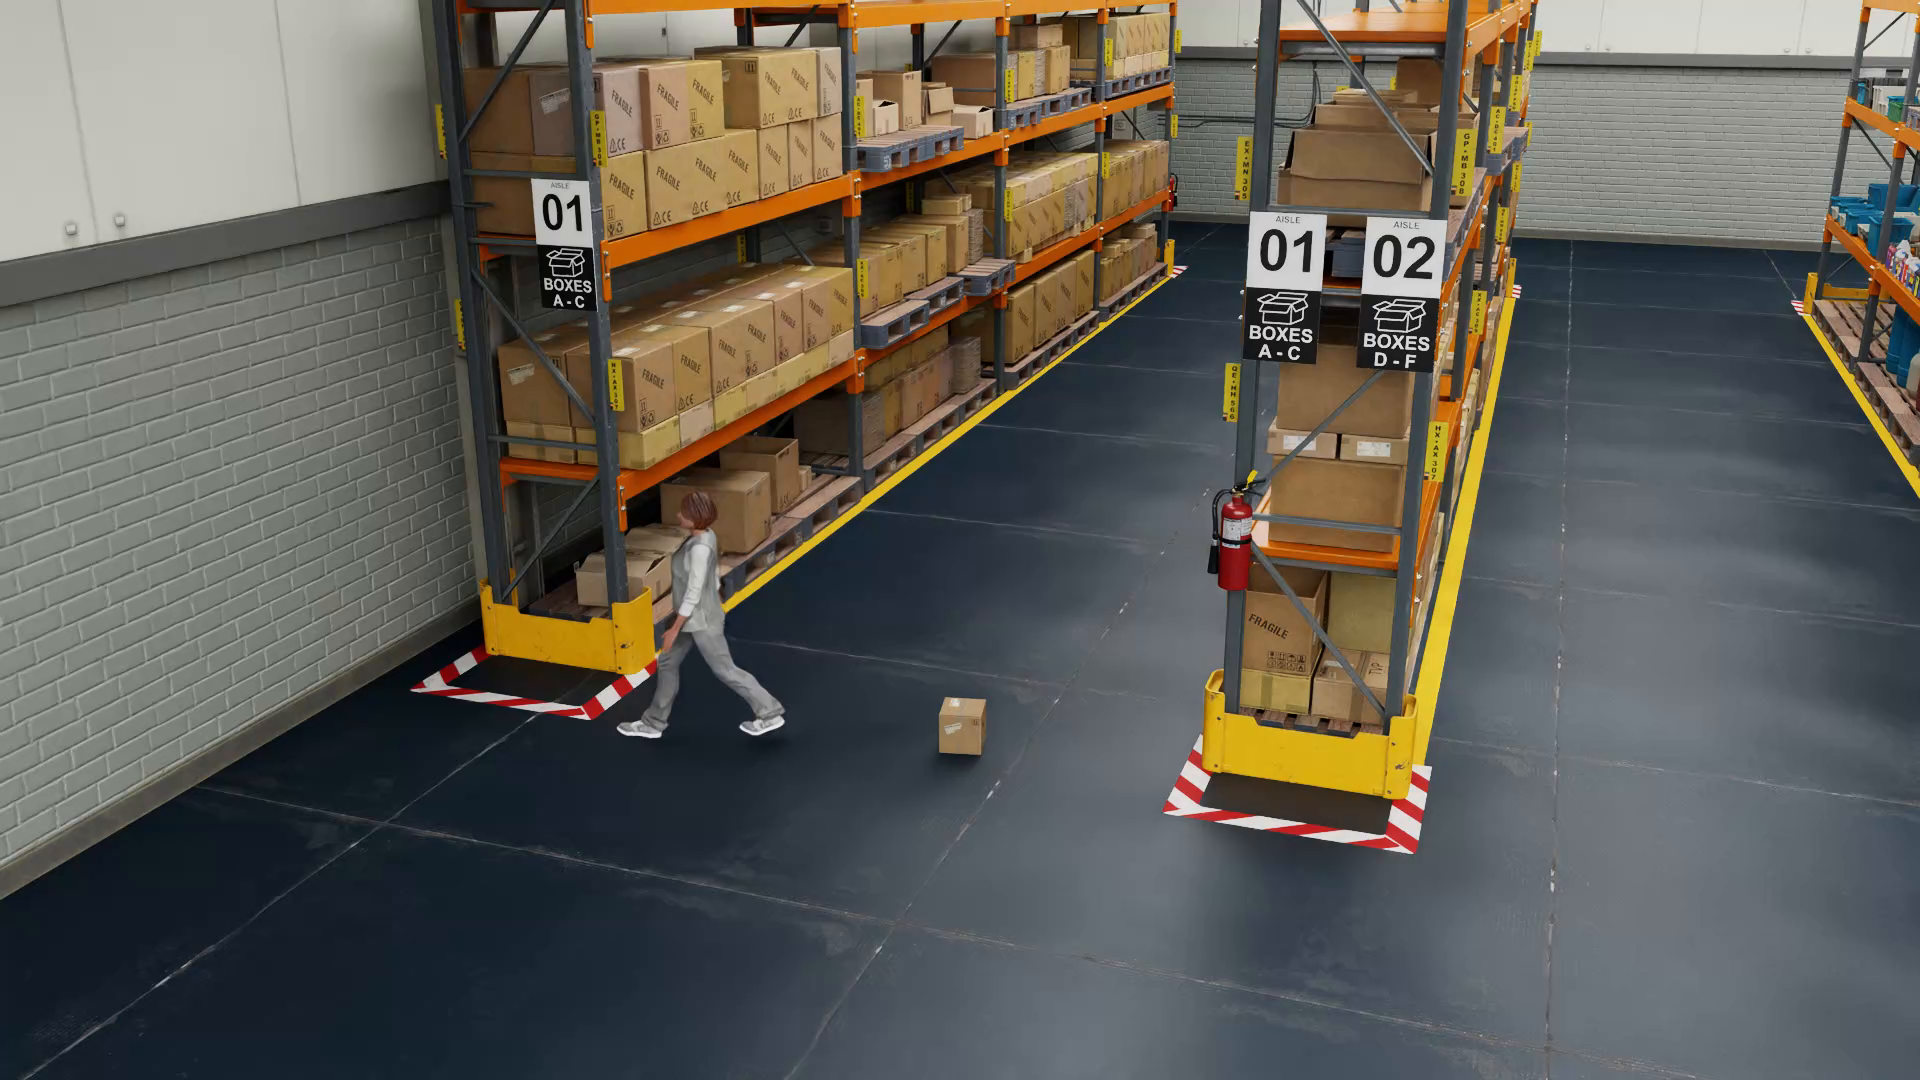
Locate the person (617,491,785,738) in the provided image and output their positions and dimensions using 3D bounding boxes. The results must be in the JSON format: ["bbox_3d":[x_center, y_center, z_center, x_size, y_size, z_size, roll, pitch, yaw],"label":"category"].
[{"bbox_3d":[-1.548,0.459,9.734,0.992,1.534,0.445,-4,19,-12],"label":"person"}]
